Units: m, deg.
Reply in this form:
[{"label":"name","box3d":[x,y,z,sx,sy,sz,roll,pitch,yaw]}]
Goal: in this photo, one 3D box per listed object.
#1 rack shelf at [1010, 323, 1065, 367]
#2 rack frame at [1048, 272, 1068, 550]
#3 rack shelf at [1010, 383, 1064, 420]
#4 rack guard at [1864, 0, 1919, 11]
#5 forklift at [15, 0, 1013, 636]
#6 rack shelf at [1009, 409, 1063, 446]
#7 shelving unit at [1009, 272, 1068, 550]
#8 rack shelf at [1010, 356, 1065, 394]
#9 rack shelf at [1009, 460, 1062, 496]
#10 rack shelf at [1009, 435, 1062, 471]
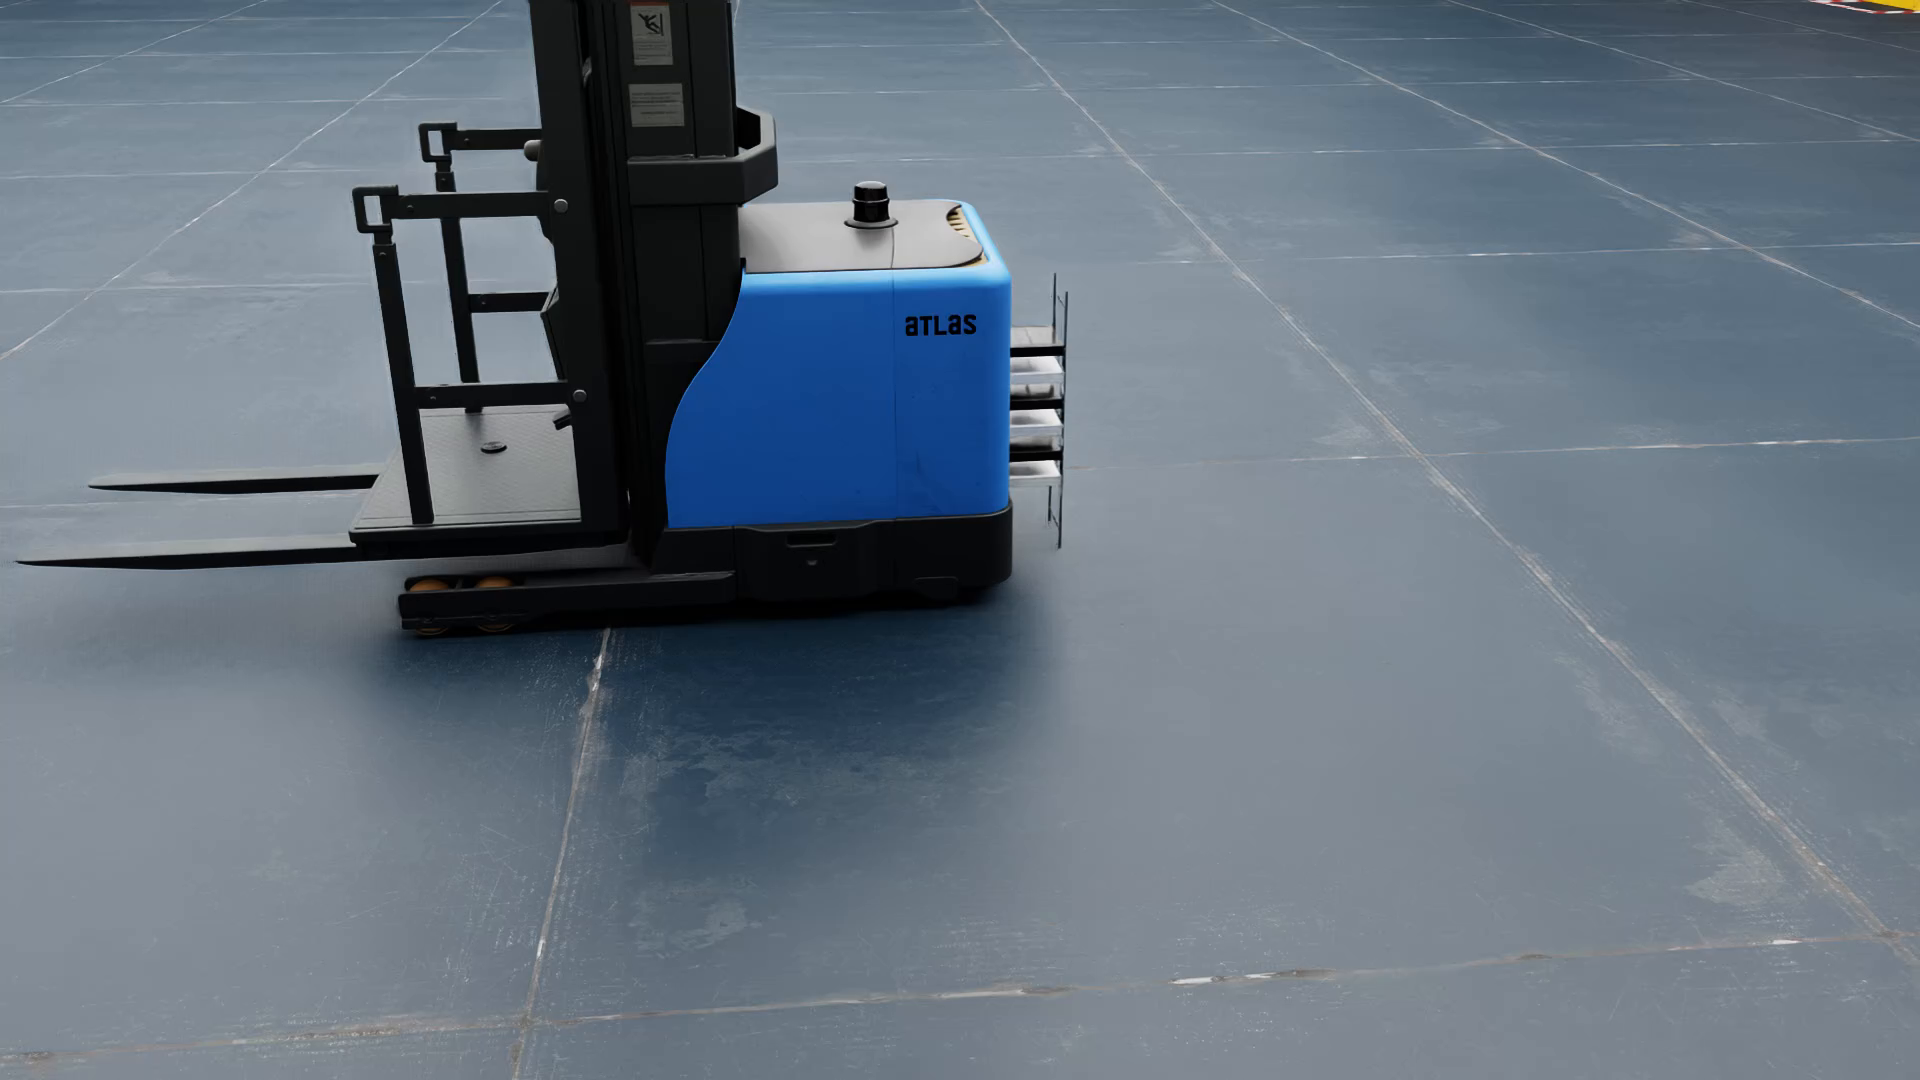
[{"label":"rack shelf","box3d":[0.225,-0.638,5.456,0.200,0.077,0.258,-3,24,-6]},{"label":"rack frame","box3d":[0.326,-0.426,5.562,0.006,0.900,0.240,-3,24,-6]},{"label":"rack shelf","box3d":[0.225,-0.473,5.529,0.200,0.077,0.258,-3,24,-6]},{"label":"rack guard","box3d":[11.688,-6.856,20.521,0.348,0.500,1.175,-2,24,-5]},{"label":"forklift","box3d":[-1.388,-1.275,4.973,3.031,2.935,1.130,-3,24,-6]},{"label":"rack shelf","box3d":[0.225,-0.391,5.565,0.200,0.077,0.258,-3,24,-6]},{"label":"shelving unit","box3d":[0.225,-0.421,5.552,0.210,0.900,0.258,-3,24,-6]},{"label":"rack shelf","box3d":[0.225,-0.555,5.492,0.200,0.077,0.258,-3,24,-6]},{"label":"rack shelf","box3d":[0.225,-0.226,5.638,0.200,0.077,0.258,-3,24,-6]},{"label":"rack shelf","box3d":[0.225,-0.309,5.602,0.200,0.077,0.258,-3,24,-6]}]
